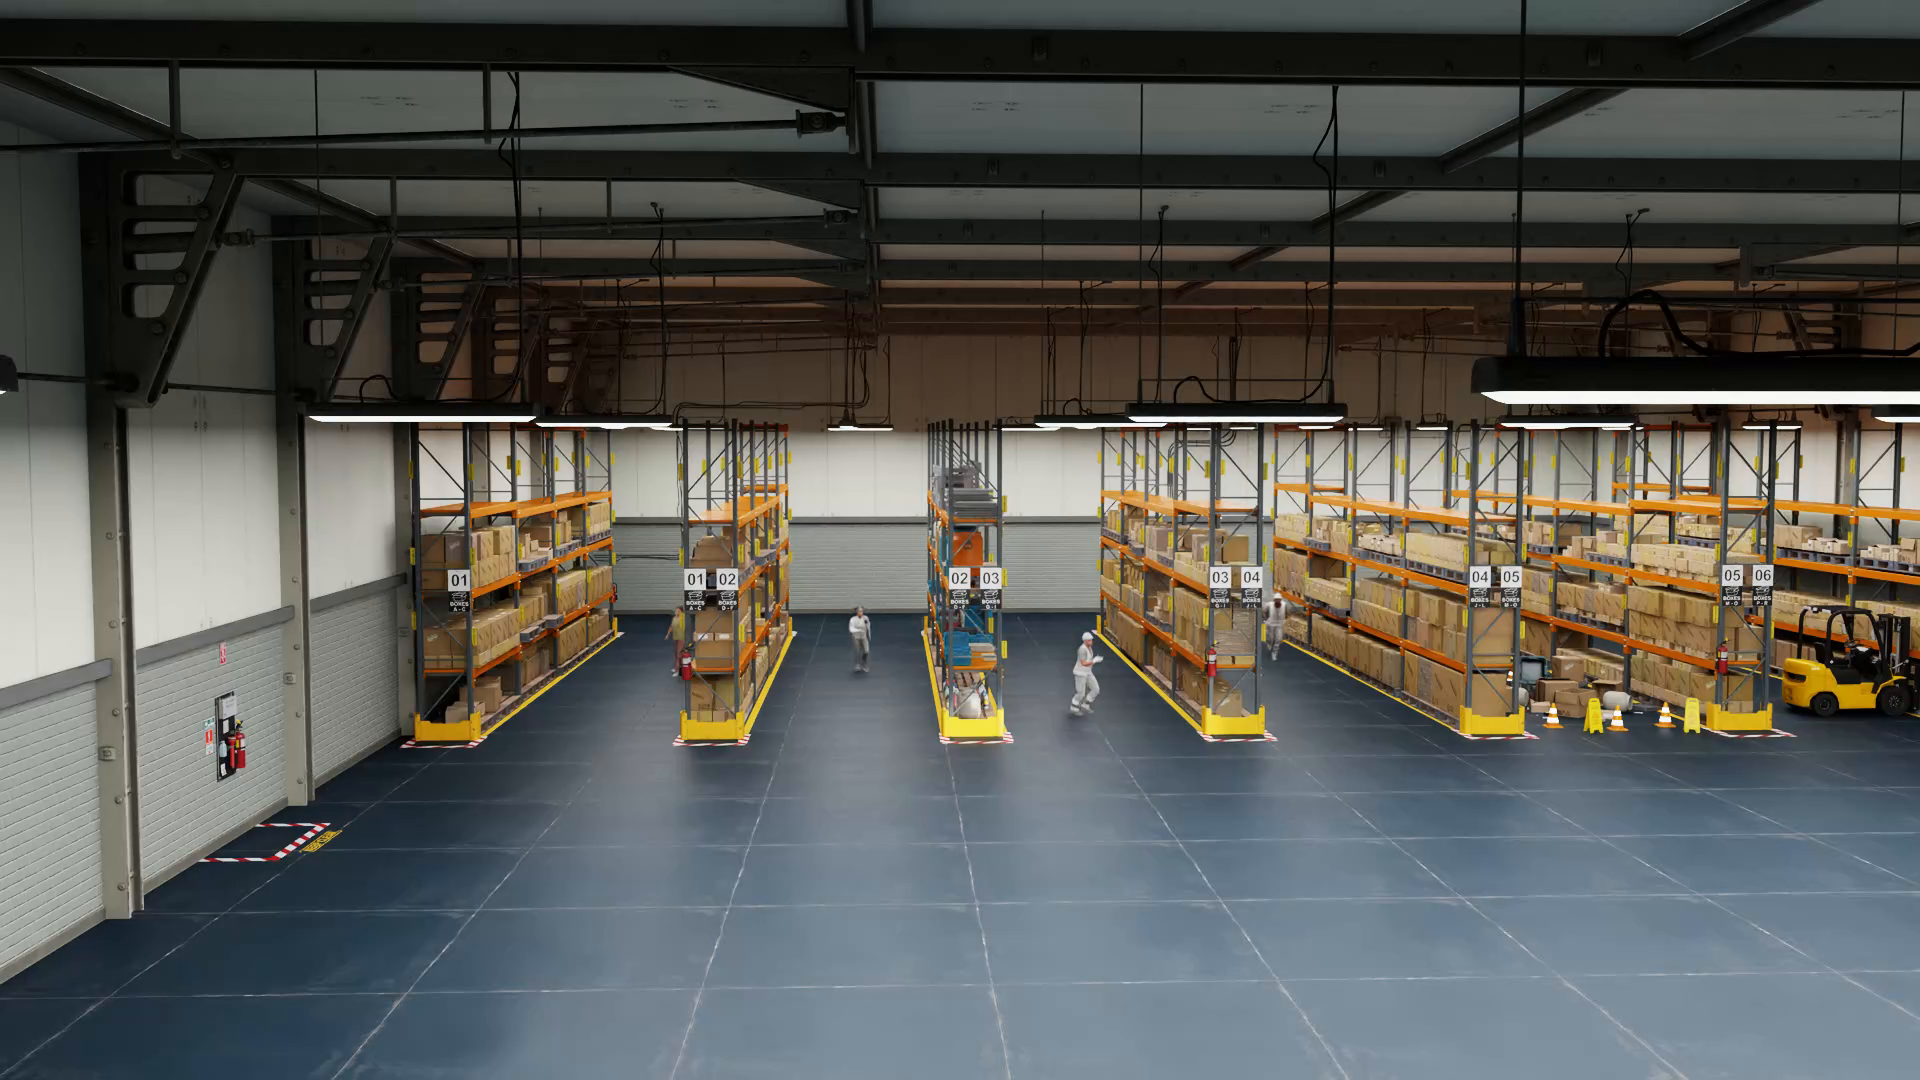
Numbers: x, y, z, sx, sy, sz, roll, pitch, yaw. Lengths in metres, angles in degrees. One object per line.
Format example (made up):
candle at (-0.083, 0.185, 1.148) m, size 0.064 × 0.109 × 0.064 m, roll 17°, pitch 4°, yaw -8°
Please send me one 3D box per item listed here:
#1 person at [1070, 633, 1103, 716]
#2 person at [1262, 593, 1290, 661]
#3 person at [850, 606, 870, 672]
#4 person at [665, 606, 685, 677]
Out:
person at (2.501, 2.721, 33.447) m, size 0.876 × 1.735 × 0.585 m, roll 3°, pitch 5°, yaw 39°
person at (8.013, 2.185, 42.257) m, size 0.674 × 1.716 × 0.869 m, roll 0°, pitch 4°, yaw -7°
person at (-2.395, 2.357, 39.824) m, size 0.525 × 1.608 × 0.872 m, roll -1°, pitch 4°, yaw -11°
person at (-6.712, 2.378, 39.466) m, size 0.627 × 1.663 × 0.761 m, roll 2°, pitch 4°, yaw 32°
